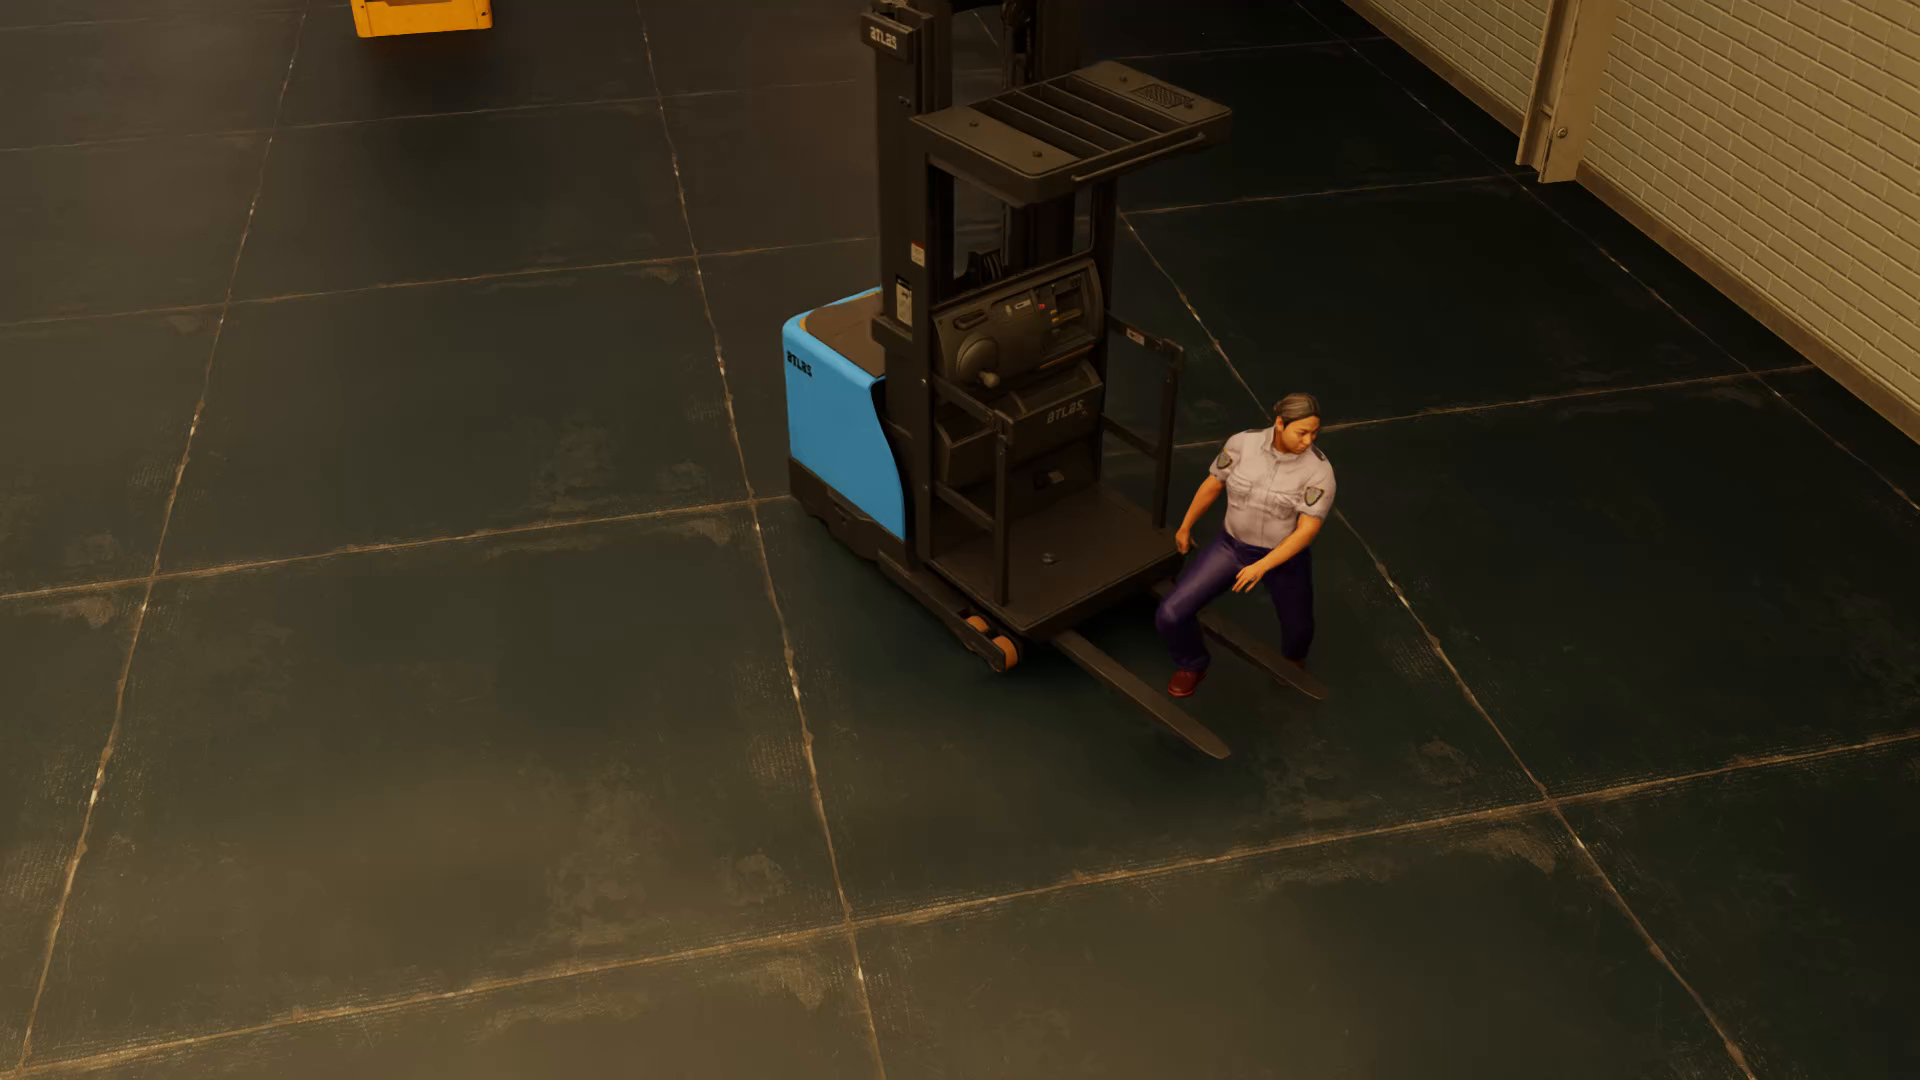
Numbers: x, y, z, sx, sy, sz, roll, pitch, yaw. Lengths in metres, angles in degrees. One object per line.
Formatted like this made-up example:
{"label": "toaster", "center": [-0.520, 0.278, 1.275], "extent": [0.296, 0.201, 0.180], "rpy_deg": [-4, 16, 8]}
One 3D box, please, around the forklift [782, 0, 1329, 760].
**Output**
{"label": "forklift", "center": [0.407, -0.909, 7.313], "extent": [1.130, 2.935, 3.031], "rpy_deg": [-25, 43, -30]}

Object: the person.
{"label": "person", "center": [1.233, 0.060, 7.141], "extent": [0.655, 1.555, 0.793], "rpy_deg": [12, 37, 16]}
